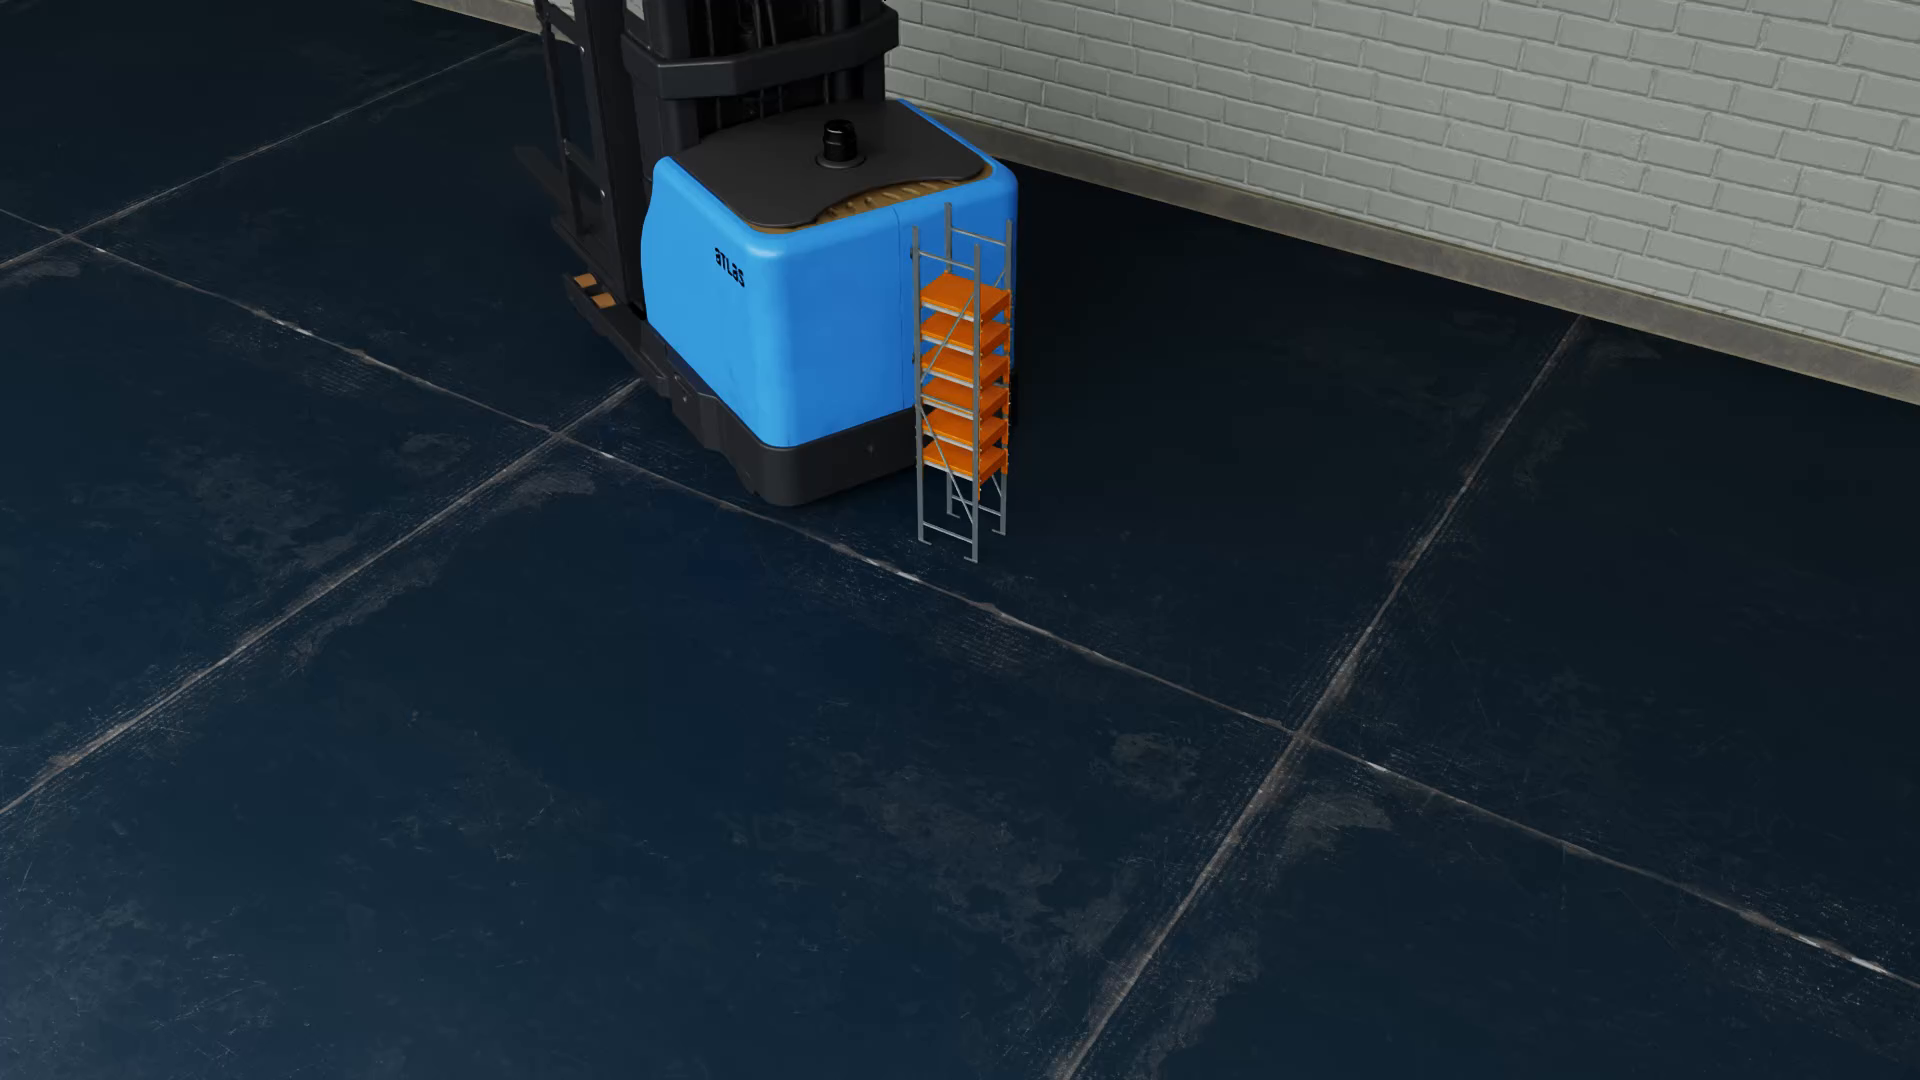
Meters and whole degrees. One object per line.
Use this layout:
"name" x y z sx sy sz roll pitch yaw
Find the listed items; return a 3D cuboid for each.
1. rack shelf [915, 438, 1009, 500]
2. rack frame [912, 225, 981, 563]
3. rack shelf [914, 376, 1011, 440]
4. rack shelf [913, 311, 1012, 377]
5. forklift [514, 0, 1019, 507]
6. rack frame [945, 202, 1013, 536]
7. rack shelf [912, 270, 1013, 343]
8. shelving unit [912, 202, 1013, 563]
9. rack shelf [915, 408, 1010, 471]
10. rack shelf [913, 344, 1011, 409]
"rack shelf" 0.008 -0.257 5.567 0.258 0.103 0.180 21 42 25
"rack frame" -0.041 -0.435 5.332 0.240 1.200 0.006 21 42 25
"rack shelf" 0.008 -0.447 5.420 0.258 0.103 0.180 21 42 25
"rack shelf" 0.008 -0.638 5.274 0.258 0.103 0.180 21 42 25
"forklift" -0.995 -2.147 6.134 1.130 2.935 3.031 -21 42 -25
"rack frame" 0.057 -0.530 5.455 0.240 1.200 0.006 21 42 25
"rack shelf" 0.008 -0.733 5.201 0.258 0.103 0.180 21 42 25
"shelving unit" 0.008 -0.483 5.393 0.258 1.200 0.189 21 42 25
"rack shelf" 0.008 -0.352 5.494 0.258 0.103 0.180 21 42 25
"rack shelf" 0.008 -0.542 5.347 0.258 0.103 0.180 21 42 25
